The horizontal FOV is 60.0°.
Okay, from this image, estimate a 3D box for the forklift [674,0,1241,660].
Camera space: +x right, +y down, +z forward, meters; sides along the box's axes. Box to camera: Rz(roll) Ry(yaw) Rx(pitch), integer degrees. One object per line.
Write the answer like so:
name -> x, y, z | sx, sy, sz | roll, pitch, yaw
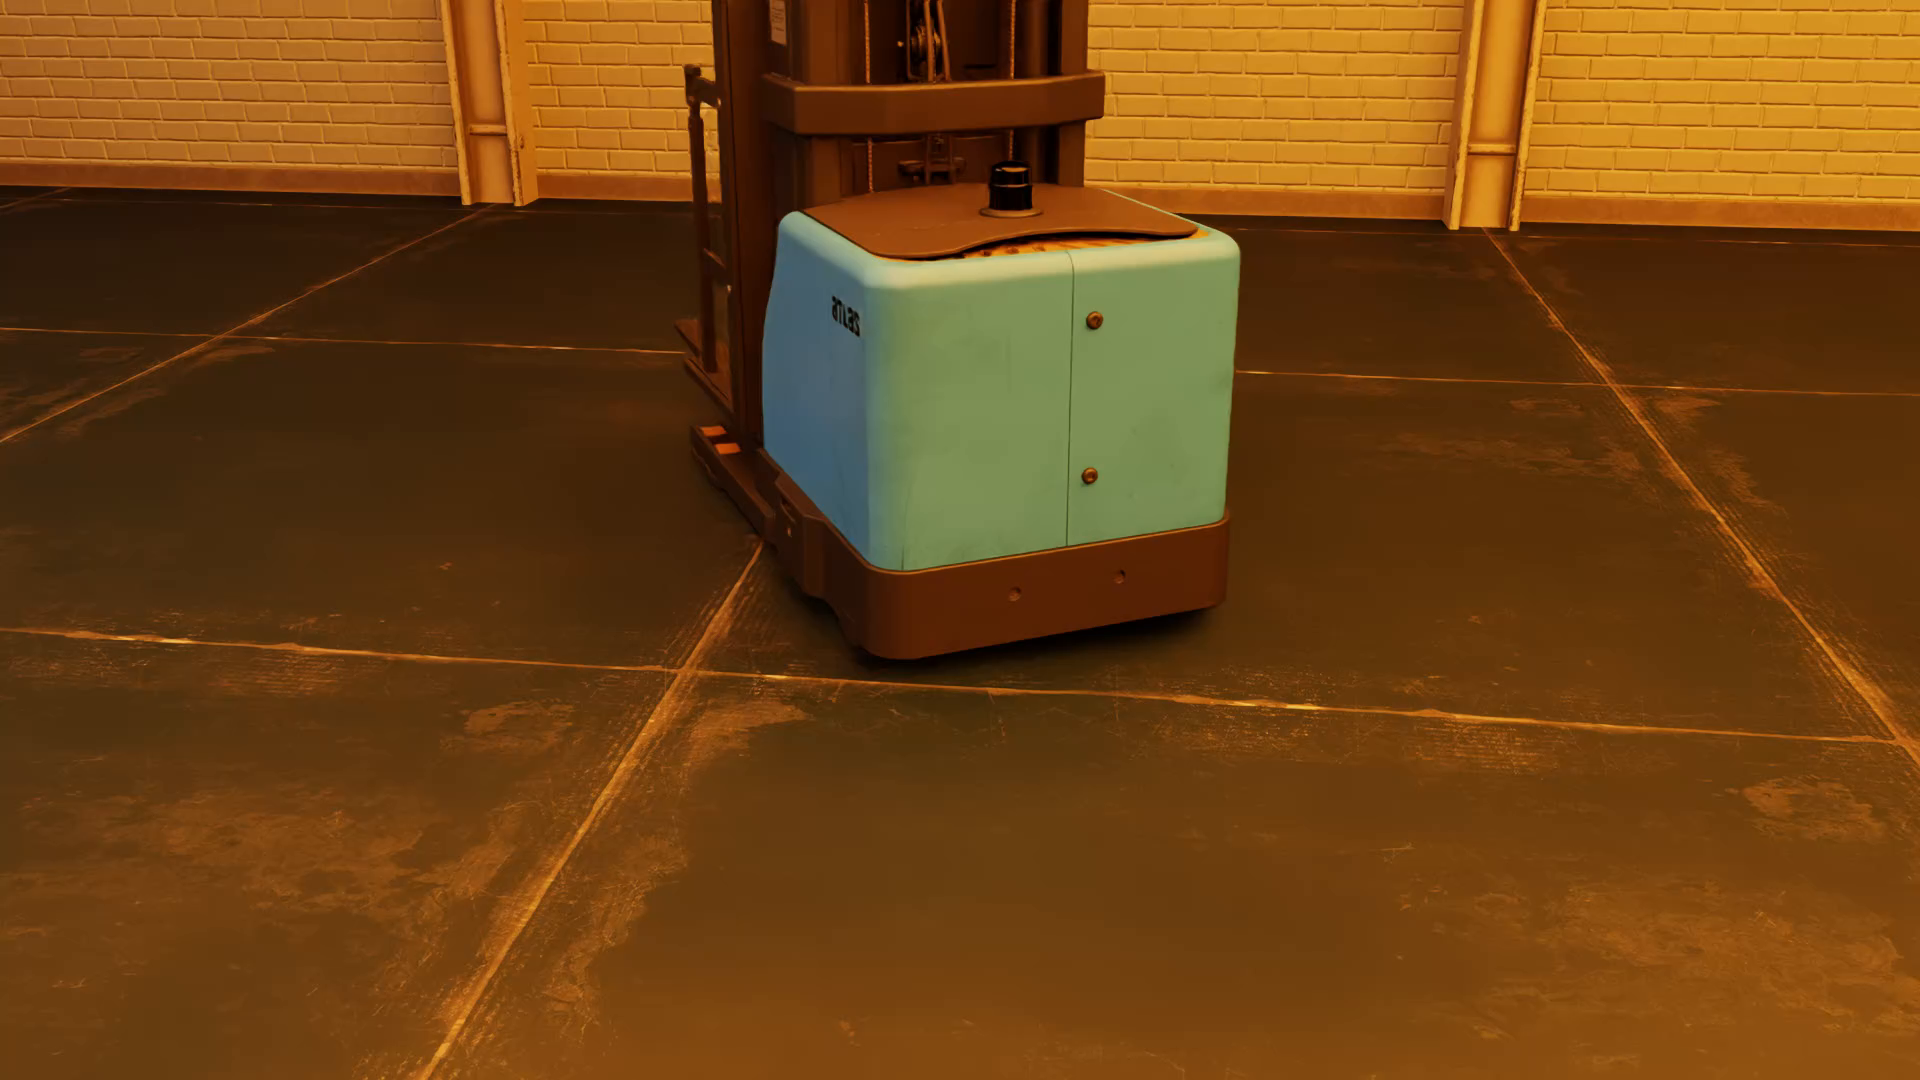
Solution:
forklift -> -0.287, -1.573, 5.160 | 1.130, 2.935, 3.031 | -9, 23, -20
